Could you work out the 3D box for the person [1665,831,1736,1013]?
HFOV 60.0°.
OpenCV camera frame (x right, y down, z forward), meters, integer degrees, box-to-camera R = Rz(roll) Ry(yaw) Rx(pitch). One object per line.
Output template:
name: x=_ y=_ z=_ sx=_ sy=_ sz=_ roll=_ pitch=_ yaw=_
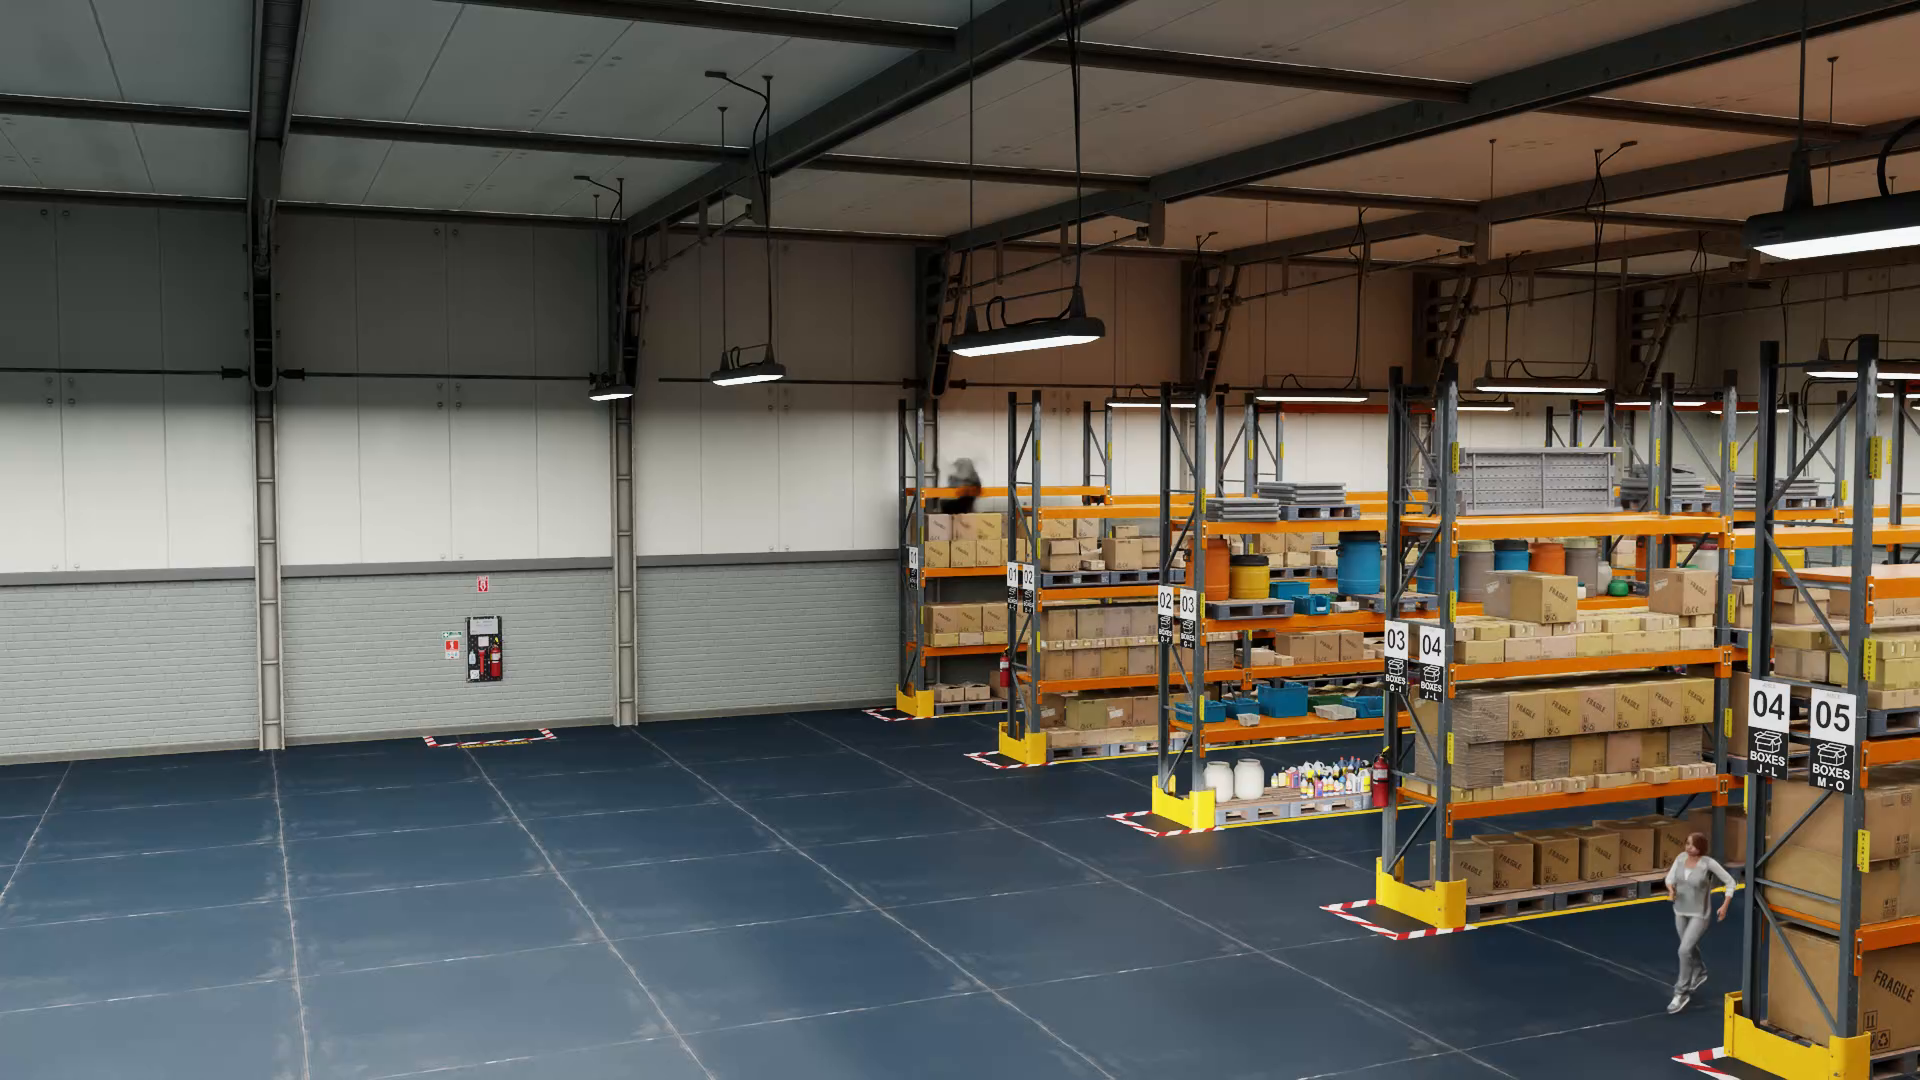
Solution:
person: x=6.745 y=3.465 z=15.231 sx=0.735 sy=1.640 sz=0.569 roll=-2 pitch=4 yaw=-32
